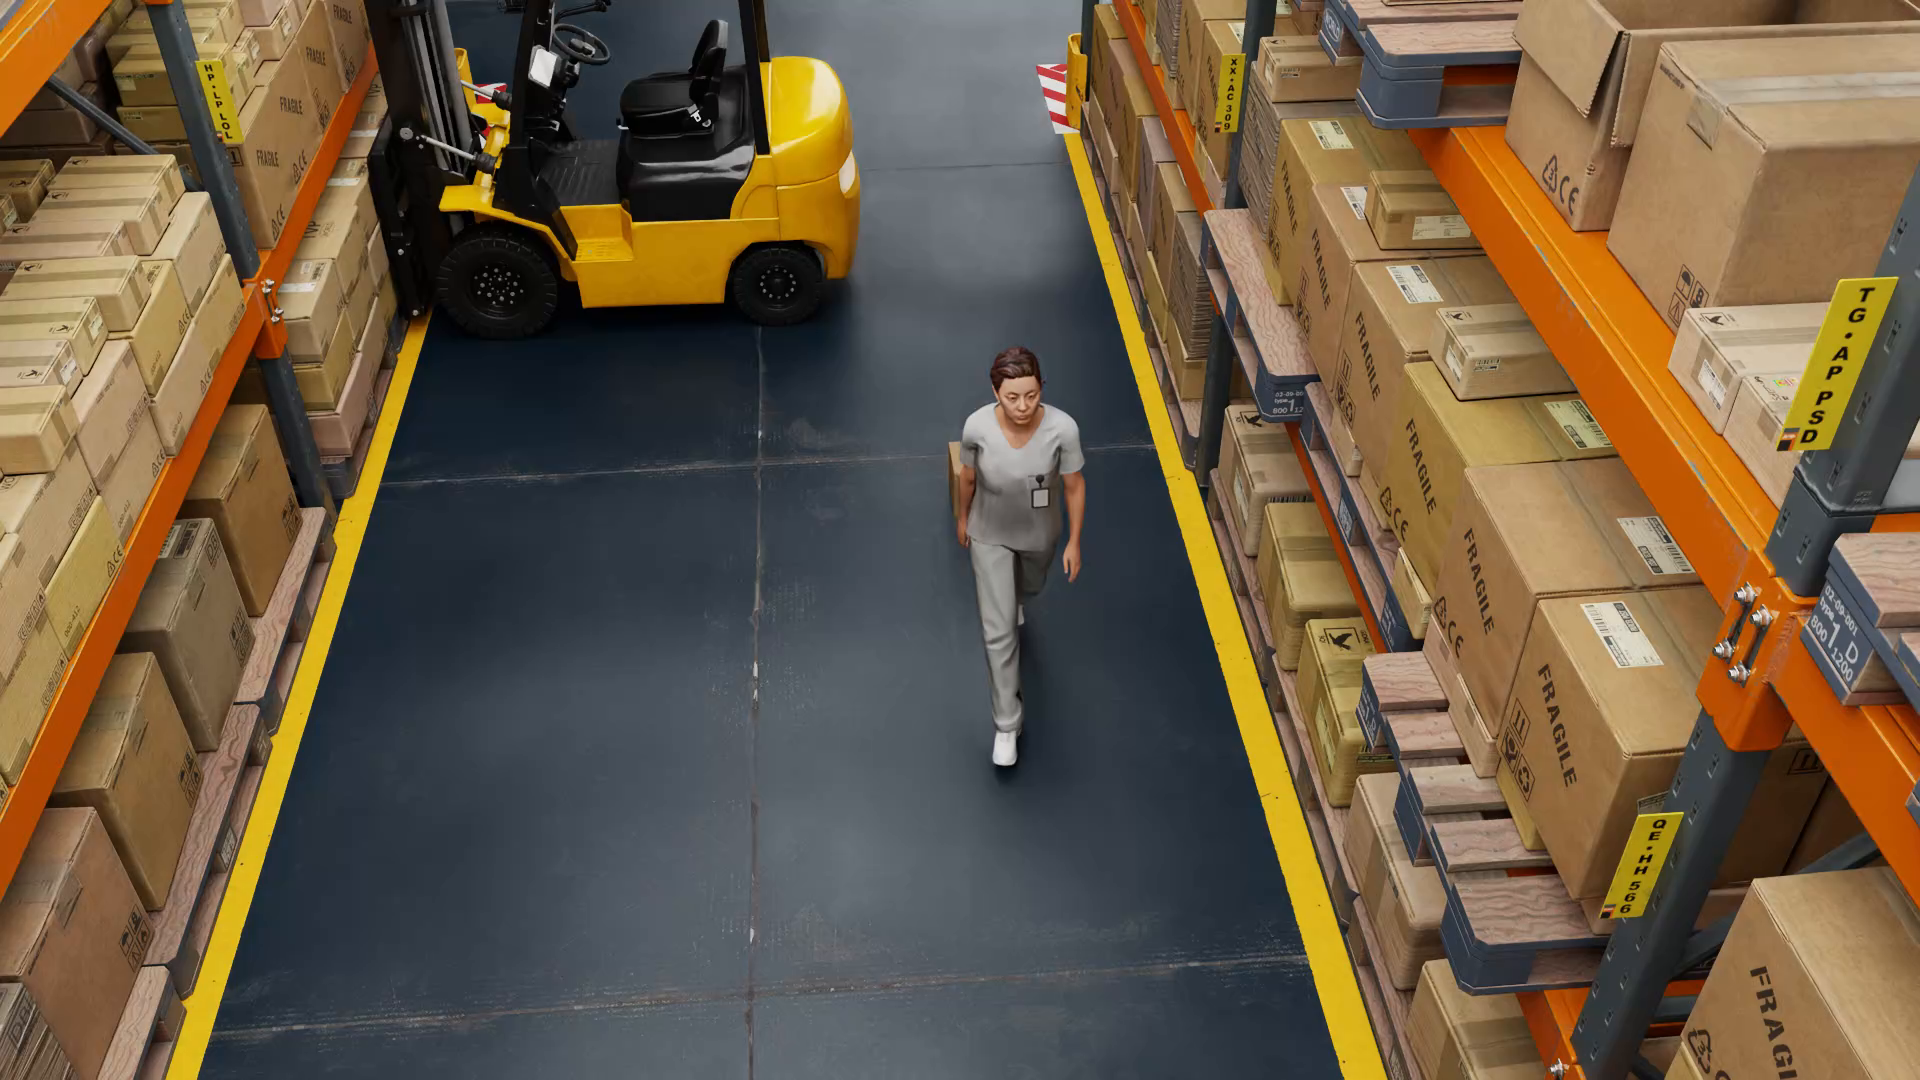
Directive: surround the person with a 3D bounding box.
[{"bbox_3d":[0.223,-0.052,6.235,0.459,1.620,1.037,-2,39,-3],"label":"person"}]
